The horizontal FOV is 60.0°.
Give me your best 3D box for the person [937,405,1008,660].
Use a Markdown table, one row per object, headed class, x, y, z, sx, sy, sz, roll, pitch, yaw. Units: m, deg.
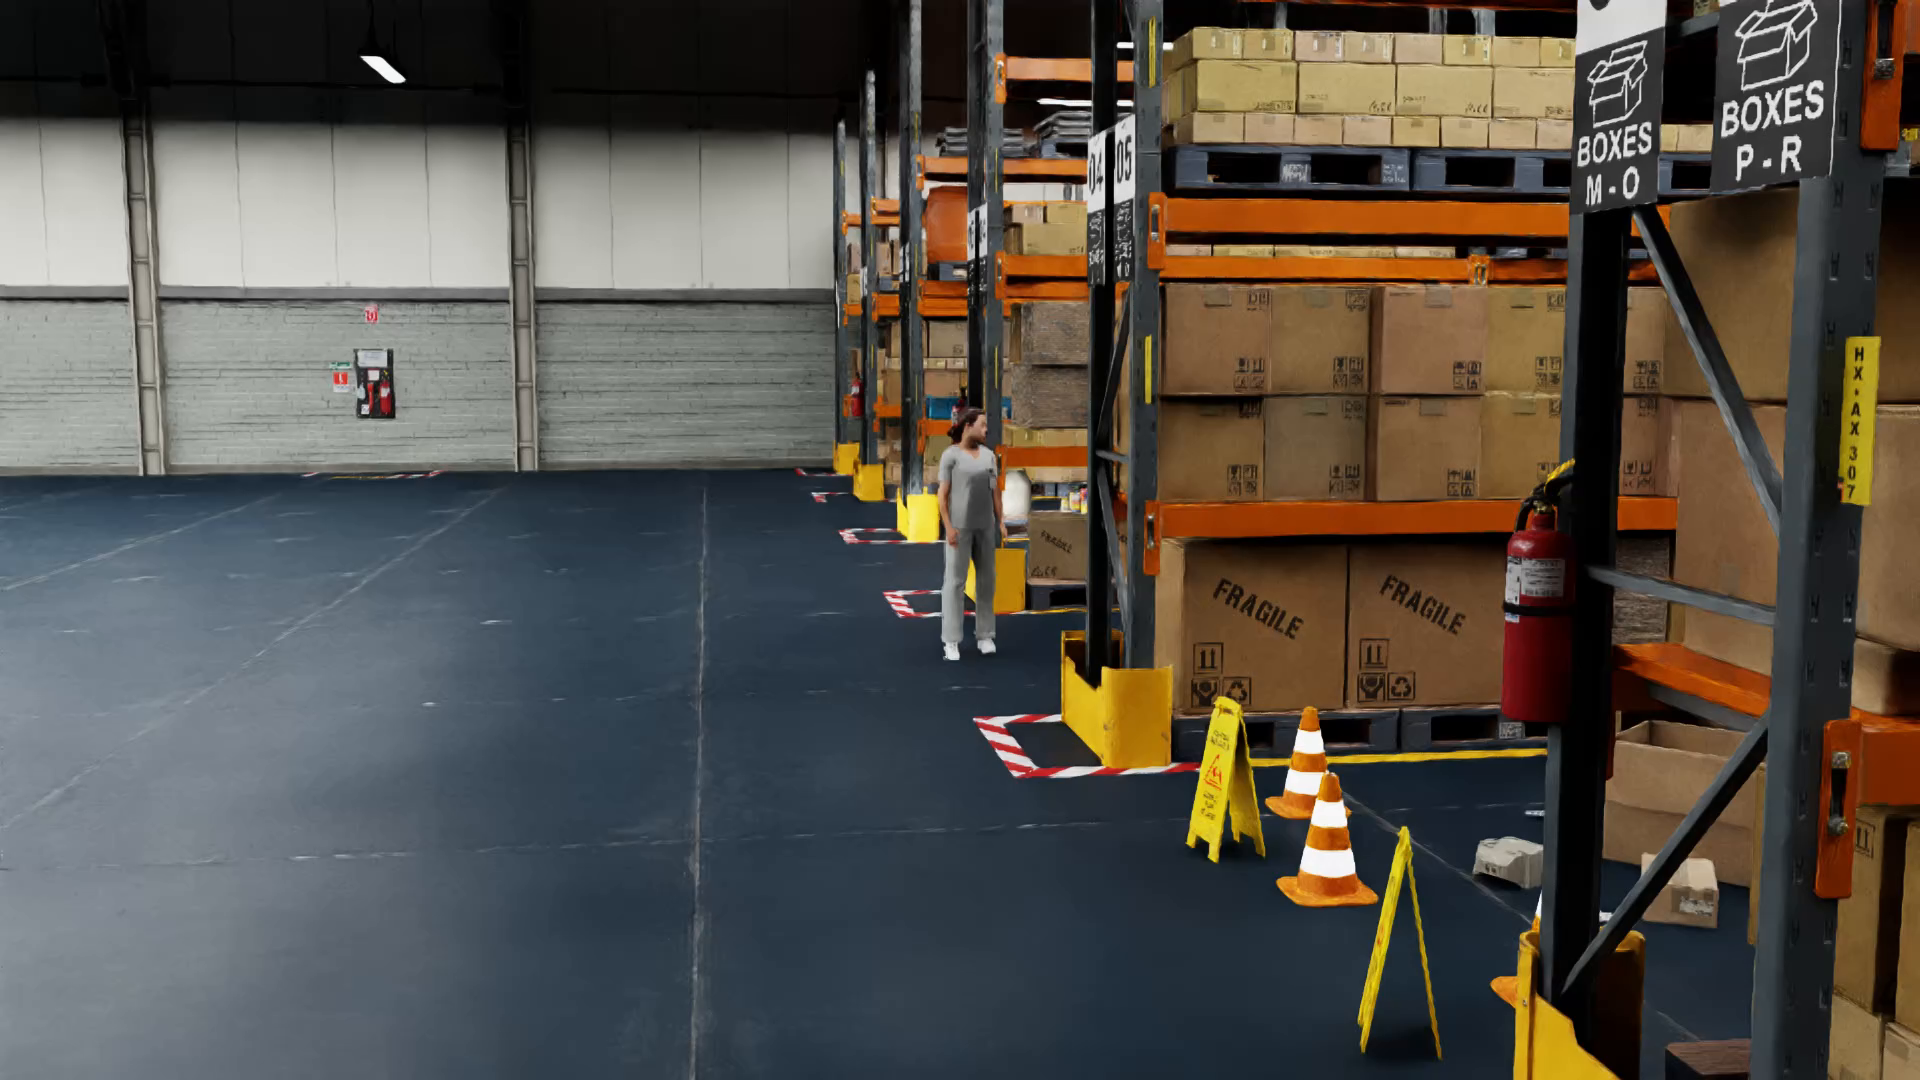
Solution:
| class | x | y | z | sx | sy | sz | roll | pitch | yaw |
| --- | --- | --- | --- | --- | --- | --- | --- | --- | --- |
| person | 0.085 | -0.048 | 11.273 | 0.486 | 1.714 | 0.404 | -4 | 8 | -31 |
